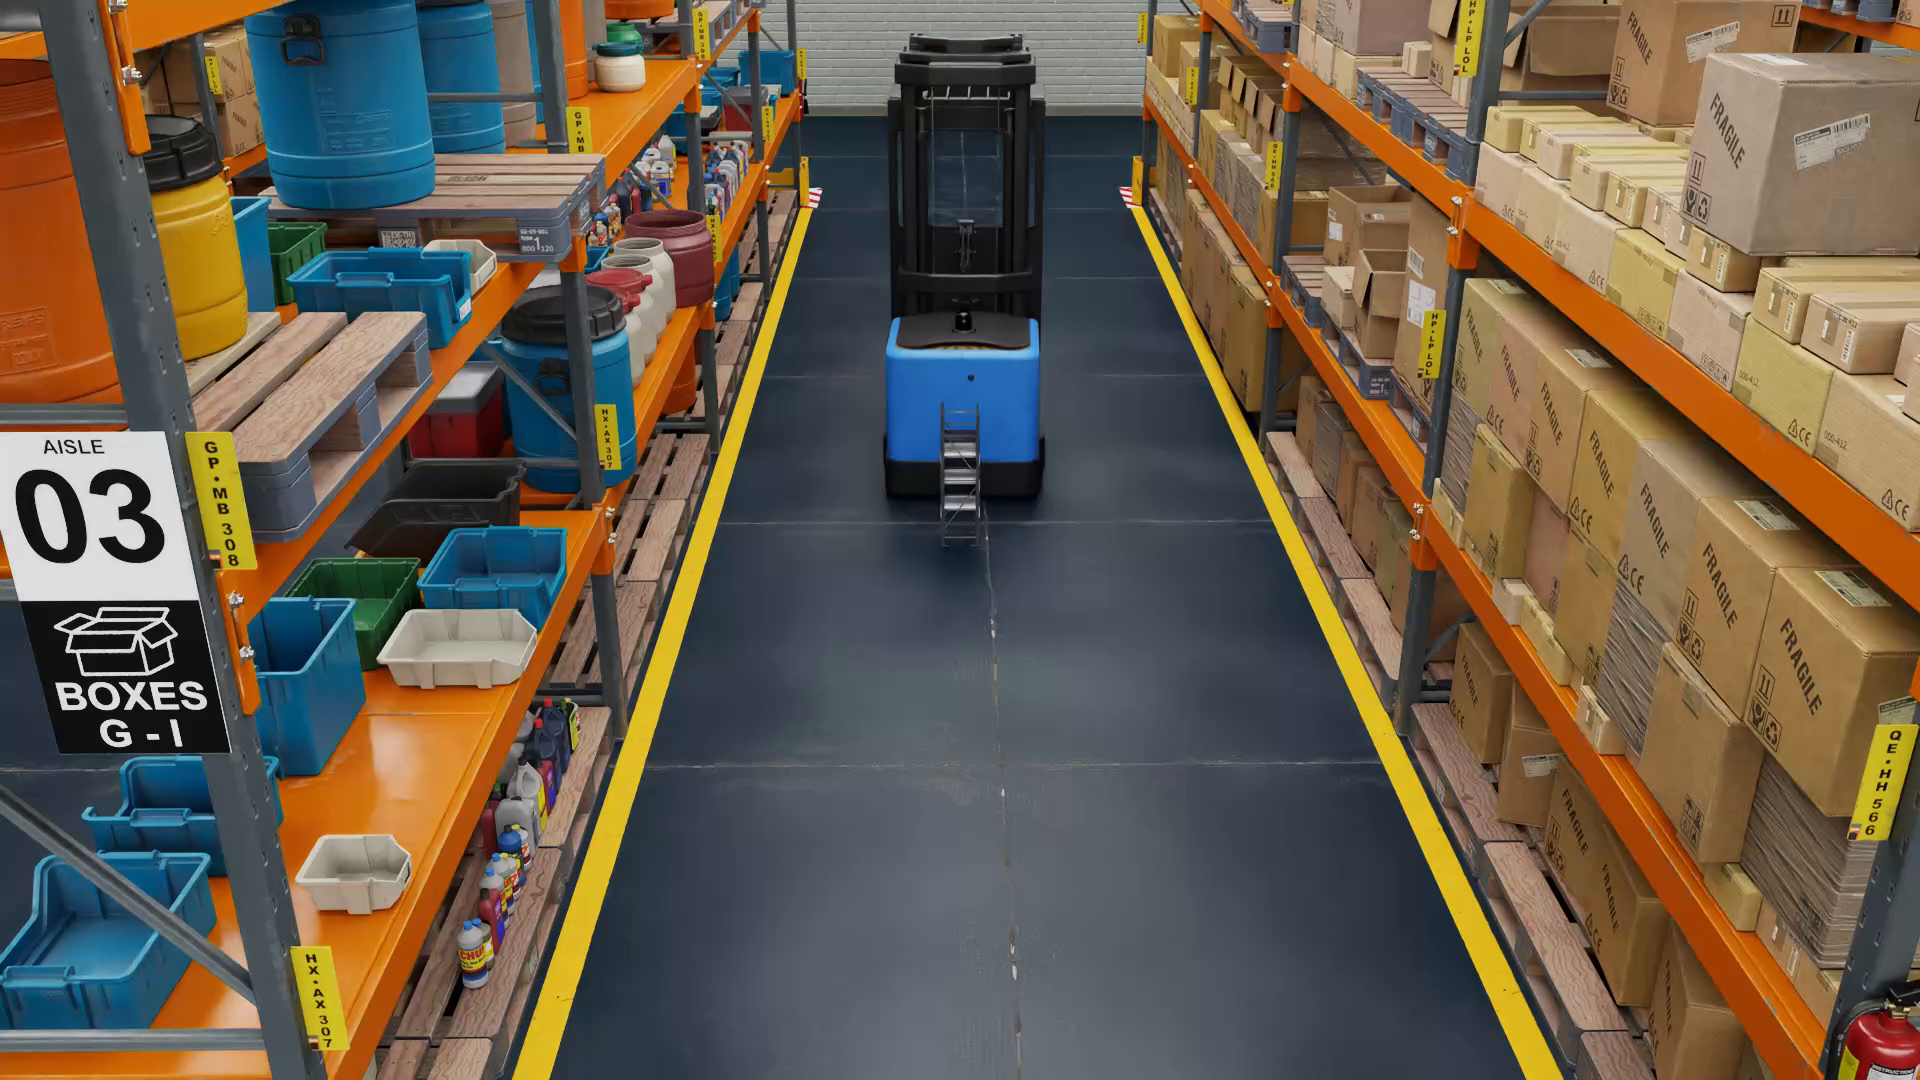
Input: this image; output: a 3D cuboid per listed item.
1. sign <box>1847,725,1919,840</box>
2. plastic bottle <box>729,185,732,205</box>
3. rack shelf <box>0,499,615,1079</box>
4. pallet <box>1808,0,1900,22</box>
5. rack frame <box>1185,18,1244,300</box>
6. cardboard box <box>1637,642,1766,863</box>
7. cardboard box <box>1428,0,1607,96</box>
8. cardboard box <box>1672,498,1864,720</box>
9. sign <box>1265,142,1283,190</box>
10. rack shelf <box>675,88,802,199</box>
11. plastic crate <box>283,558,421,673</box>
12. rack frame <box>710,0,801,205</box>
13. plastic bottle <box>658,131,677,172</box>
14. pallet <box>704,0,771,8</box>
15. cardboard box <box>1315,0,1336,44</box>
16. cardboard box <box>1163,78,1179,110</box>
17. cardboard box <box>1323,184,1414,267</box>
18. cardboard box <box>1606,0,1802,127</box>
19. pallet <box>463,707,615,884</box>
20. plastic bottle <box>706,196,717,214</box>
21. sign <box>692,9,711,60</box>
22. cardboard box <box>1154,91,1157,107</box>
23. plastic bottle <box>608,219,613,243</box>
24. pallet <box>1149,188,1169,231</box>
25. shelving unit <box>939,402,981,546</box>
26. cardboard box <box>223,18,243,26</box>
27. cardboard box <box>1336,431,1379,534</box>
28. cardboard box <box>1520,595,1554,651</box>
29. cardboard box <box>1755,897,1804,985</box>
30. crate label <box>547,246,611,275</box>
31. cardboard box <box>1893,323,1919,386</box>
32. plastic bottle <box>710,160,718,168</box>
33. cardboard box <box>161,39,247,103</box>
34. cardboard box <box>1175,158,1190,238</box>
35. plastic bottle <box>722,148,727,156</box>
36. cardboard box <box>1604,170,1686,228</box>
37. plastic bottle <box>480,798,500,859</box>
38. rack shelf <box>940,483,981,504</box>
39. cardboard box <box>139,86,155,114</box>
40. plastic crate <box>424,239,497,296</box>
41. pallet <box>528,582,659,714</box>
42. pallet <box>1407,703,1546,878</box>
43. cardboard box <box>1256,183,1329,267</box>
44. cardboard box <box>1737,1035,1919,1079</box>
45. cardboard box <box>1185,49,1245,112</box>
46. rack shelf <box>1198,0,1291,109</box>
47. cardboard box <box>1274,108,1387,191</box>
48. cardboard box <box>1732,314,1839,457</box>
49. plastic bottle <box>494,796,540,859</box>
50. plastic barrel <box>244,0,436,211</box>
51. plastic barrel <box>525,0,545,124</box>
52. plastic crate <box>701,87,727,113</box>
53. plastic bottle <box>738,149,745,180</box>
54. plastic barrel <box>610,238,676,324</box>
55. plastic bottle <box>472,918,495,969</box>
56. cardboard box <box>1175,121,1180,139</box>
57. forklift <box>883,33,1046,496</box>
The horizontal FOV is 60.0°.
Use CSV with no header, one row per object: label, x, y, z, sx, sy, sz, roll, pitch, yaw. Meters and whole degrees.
sign,2.230,0.589,4.020,0.100,0.325,0.005,0,24,-1
plastic bottle,-1.929,-2.848,13.648,0.097,0.201,0.097,0,24,0
rack shelf,-2.190,0.792,6.232,1.077,0.370,4.000,0,24,-1
pallet,7.529,-4.258,13.114,1.213,0.211,1.003,0,24,-1
rack frame,2.654,-3.679,15.244,1.000,3.000,0.127,0,24,-1
cardboard box,2.681,0.653,5.185,0.875,0.500,0.500,0,24,-1
cardboard box,2.824,-2.570,8.517,0.797,0.503,0.637,1,24,2
cardboard box,2.521,0.198,4.977,0.500,0.500,0.500,0,24,-1
sign,2.143,-2.554,11.353,0.100,0.325,0.005,0,24,-1
rack shelf,-2.320,-4.153,17.165,1.077,0.370,4.000,0,24,-1
plastic crate,-2.479,0.297,6.710,0.450,0.188,0.662,0,24,-1
rack frame,-2.342,-5.305,18.839,1.000,3.000,0.127,0,24,-1
plastic bottle,-2.618,-3.471,14.844,0.144,0.351,0.185,0,24,-1
pallet,-2.192,-4.615,13.902,1.213,0.211,1.003,0,24,-1
cardboard box,2.448,-3.267,9.965,0.500,0.500,0.500,0,24,0
cardboard box,2.371,-4.559,17.011,0.500,0.250,0.500,-1,24,-2
cardboard box,2.744,-2.045,11.001,0.500,0.500,0.500,-3,25,-7
cardboard box,3.001,-1.974,6.745,0.500,0.500,0.500,-1,24,-2
pallet,-2.246,1.187,7.869,1.003,0.211,1.213,0,24,-1
plastic bottle,-1.919,-2.518,12.834,0.097,0.271,0.097,0,24,0
sign,-1.705,-3.333,10.966,0.100,0.325,0.005,0,24,-1
cardboard box,2.296,-4.746,17.909,0.380,0.149,0.250,-1,24,-1
plastic bottle,-2.675,-2.346,12.537,0.097,0.201,0.097,0,24,0
pallet,2.697,-3.727,18.735,1.003,0.211,1.213,0,24,-1
shelving unit,0.000,-0.413,10.572,0.258,0.900,0.210,0,24,-1
cardboard box,-7.534,-4.970,16.765,0.500,0.500,0.500,0,24,-1
cardboard box,2.757,-0.354,10.392,0.700,0.500,0.500,2,24,4
cardboard box,2.481,0.337,6.670,0.380,0.149,0.250,0,24,-1
cardboard box,2.573,1.161,4.848,0.380,0.149,0.250,0,24,-1
crate label,-2.515,-1.614,10.635,0.502,0.435,0.616,0,24,-1
cardboard box,2.584,-0.435,4.130,0.380,0.149,0.250,-1,24,-2
plastic bottle,-2.086,-3.070,14.055,0.097,0.271,0.097,0,24,0
cardboard box,-6.975,-4.332,15.355,0.500,0.500,0.500,0,24,1
cardboard box,2.717,-3.545,17.018,0.875,0.875,0.875,0,24,-1
plastic bottle,-2.096,-3.397,14.862,0.097,0.201,0.097,0,24,0
cardboard box,2.489,-1.190,5.799,0.380,0.149,0.250,-1,24,-2
plastic bottle,-2.019,1.221,7.173,0.061,0.283,0.133,0,24,-1
rack shelf,0.000,-0.301,10.623,0.258,0.077,0.200,0,24,-1
cardboard box,-7.470,-3.677,14.608,0.700,0.500,0.500,-9,26,-18
plastic crate,-1.790,-0.947,5.884,0.243,0.136,0.396,0,24,-1
pallet,-2.259,0.587,9.196,1.003,0.211,1.213,0,24,-1
pallet,2.784,1.165,7.919,1.003,0.211,1.213,0,24,-1
cardboard box,2.445,-2.278,12.026,0.500,0.500,0.500,0,24,1
cardboard box,2.795,1.956,5.309,0.500,0.500,0.500,4,25,9
cardboard box,2.382,-4.276,15.475,0.500,0.500,0.500,0,24,1
rack shelf,2.676,-3.894,12.952,1.077,0.370,4.000,0,24,-1
cardboard box,2.706,-2.835,12.039,0.797,0.503,0.637,1,24,1
cardboard box,2.517,-0.436,4.615,0.500,0.250,0.500,0,24,0
plastic bottle,-1.913,1.224,7.176,0.152,0.276,0.135,0,24,0
plastic barrel,-2.308,-1.736,6.190,0.600,0.901,0.708,0,24,-1
plastic barrel,-2.448,-2.703,8.838,0.600,0.901,0.708,0,24,-1
plastic crate,-2.654,-4.610,17.434,0.416,0.233,0.300,0,24,-1
plastic bottle,-1.967,-3.289,14.532,0.152,0.276,0.135,0,24,-1
plastic barrel,-2.030,-1.636,10.592,0.421,0.512,0.421,0,24,0
plastic bottle,-1.877,1.572,6.497,0.097,0.201,0.097,0,24,0
cardboard box,2.315,-4.006,16.273,0.380,0.149,0.250,0,24,0
forklift,0.051,-2.198,12.053,1.130,2.935,3.031,1,24,1
